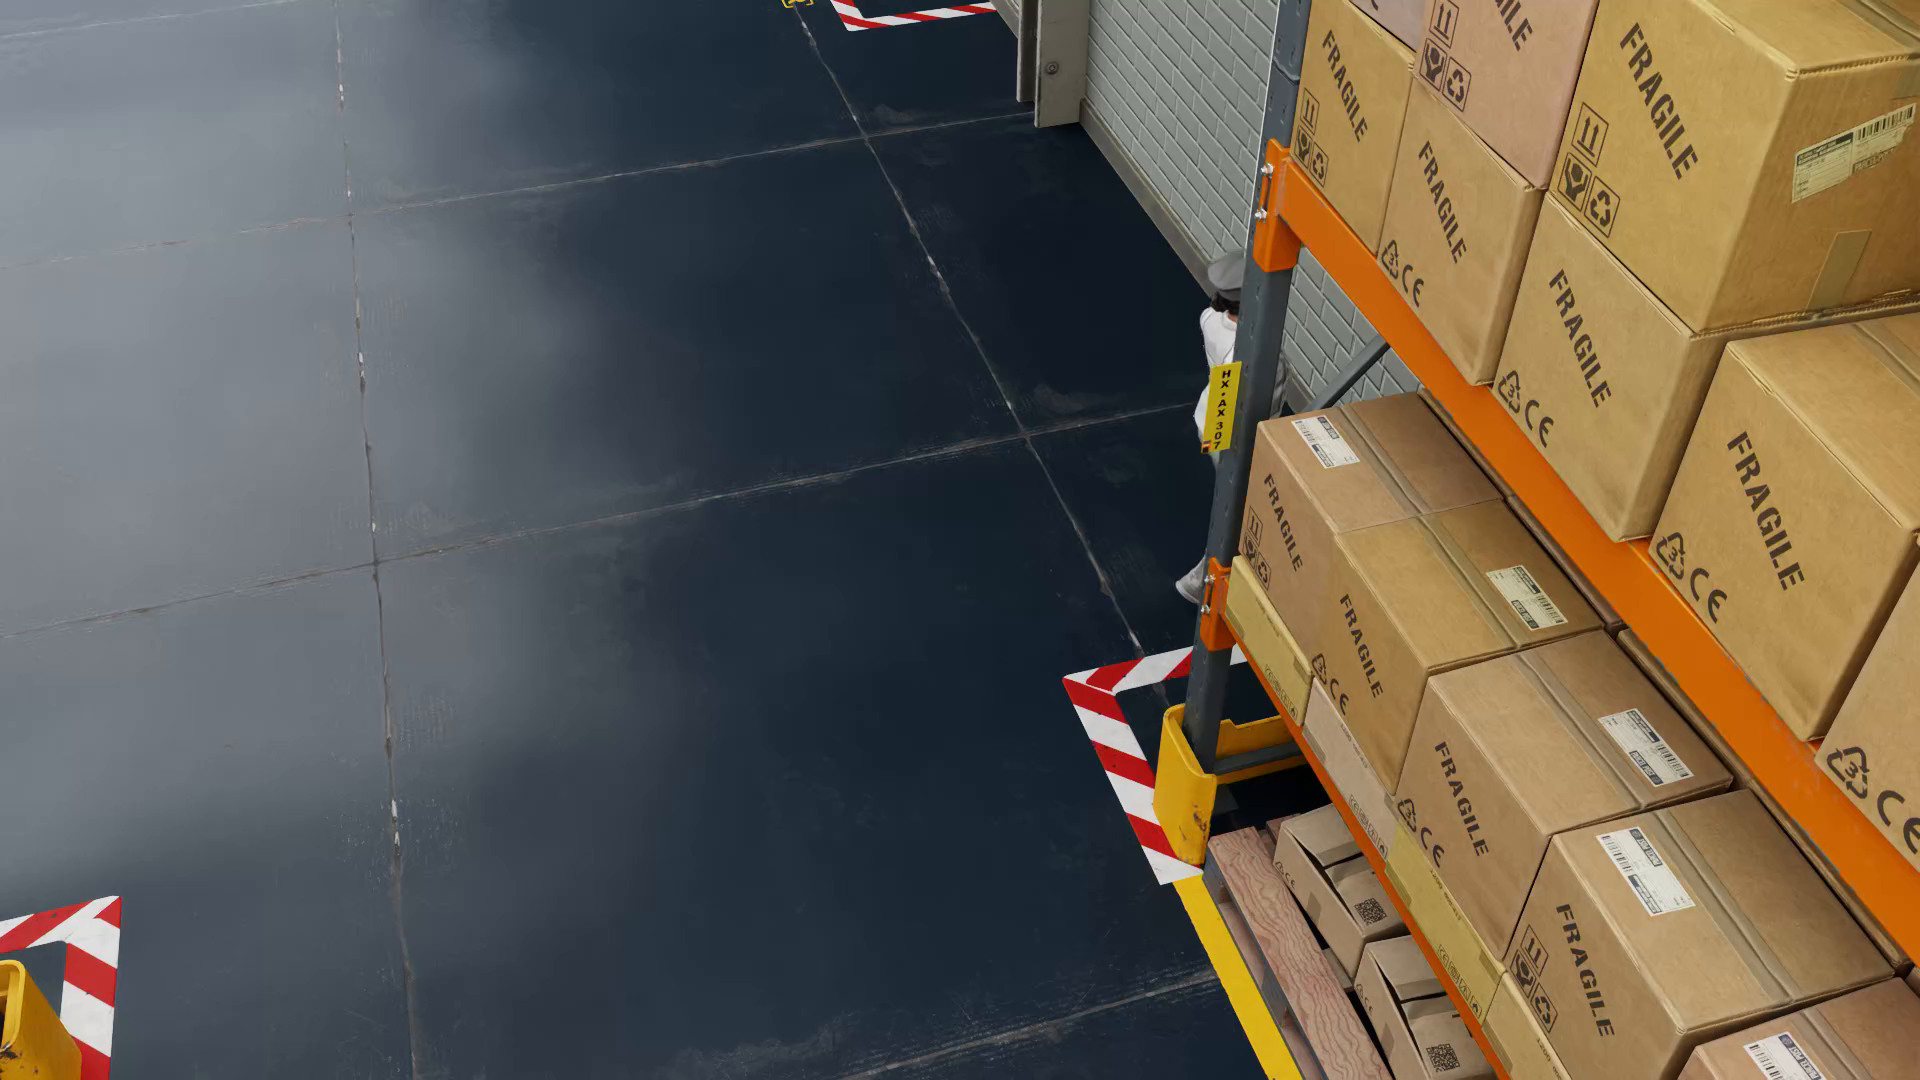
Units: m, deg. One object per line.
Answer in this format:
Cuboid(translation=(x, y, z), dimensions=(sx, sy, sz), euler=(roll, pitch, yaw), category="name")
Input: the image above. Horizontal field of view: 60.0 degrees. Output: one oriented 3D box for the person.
Cuboid(translation=(1.136, -0.413, 6.581), dimensions=(0.557, 1.680, 0.498), euler=(-12, 44, -12), category="person")
